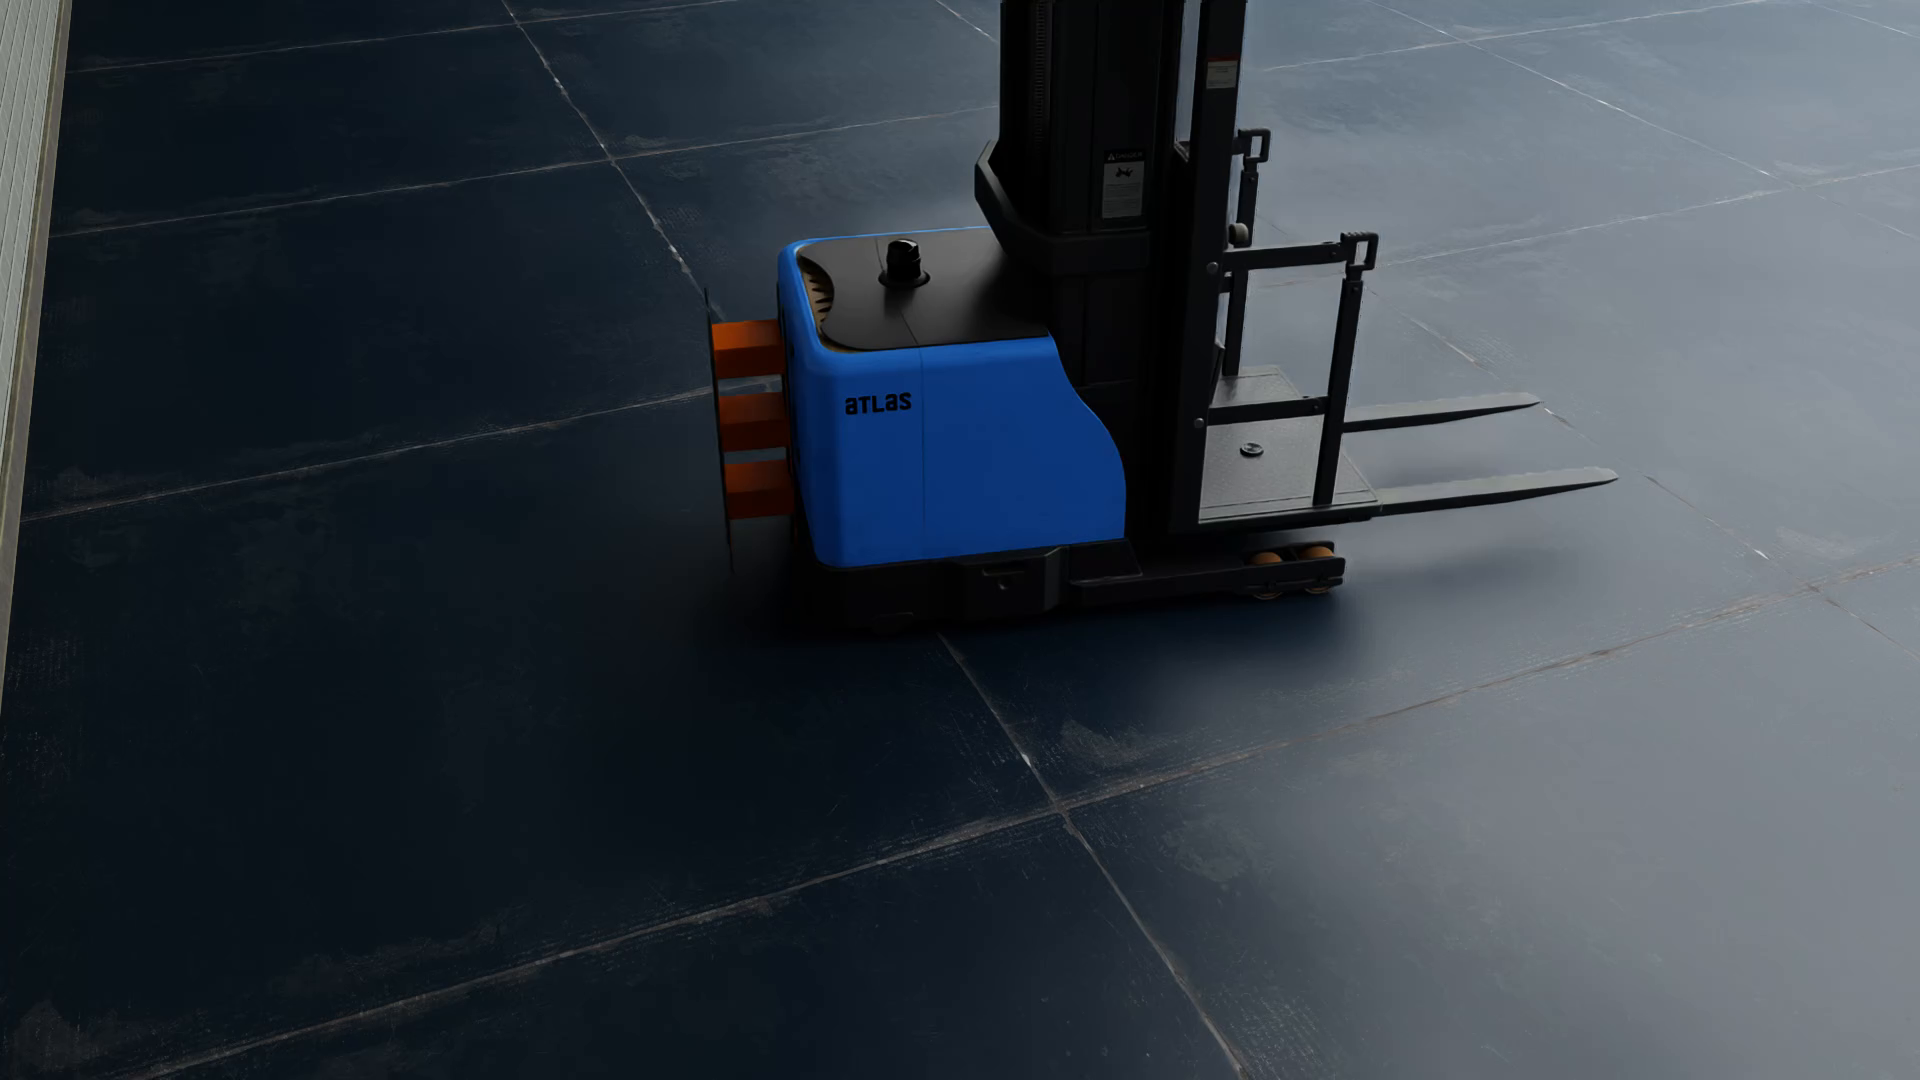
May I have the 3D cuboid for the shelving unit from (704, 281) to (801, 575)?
[{"bbox_3d":[-0.726,-0.378,5.869,0.252,1.050,0.215,-6,34,-9],"label":"shelving unit"}]

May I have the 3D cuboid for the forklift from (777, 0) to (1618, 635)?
[{"bbox_3d":[0.907,-1.294,5.551,3.031,2.935,1.130,-6,34,-9],"label":"forklift"}]

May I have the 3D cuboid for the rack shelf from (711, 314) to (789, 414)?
[{"bbox_3d":[-0.726,-0.607,5.720,0.240,0.259,0.215,-6,34,-9],"label":"rack shelf"}]

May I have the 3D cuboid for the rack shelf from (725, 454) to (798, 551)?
[{"bbox_3d":[-0.726,-0.136,6.026,0.240,0.259,0.215,-6,34,-9],"label":"rack shelf"}]

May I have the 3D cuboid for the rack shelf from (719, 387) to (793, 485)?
[{"bbox_3d":[-0.726,-0.369,5.874,0.240,0.259,0.215,-6,34,-9],"label":"rack shelf"}]

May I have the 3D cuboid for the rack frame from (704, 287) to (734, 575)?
[{"bbox_3d":[-0.846,-0.366,5.849,0.008,1.050,0.200,-6,34,-9],"label":"rack frame"}]

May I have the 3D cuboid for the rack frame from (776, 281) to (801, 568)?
[{"bbox_3d":[-0.606,-0.391,5.888,0.008,1.050,0.200,-6,34,-9],"label":"rack frame"}]
